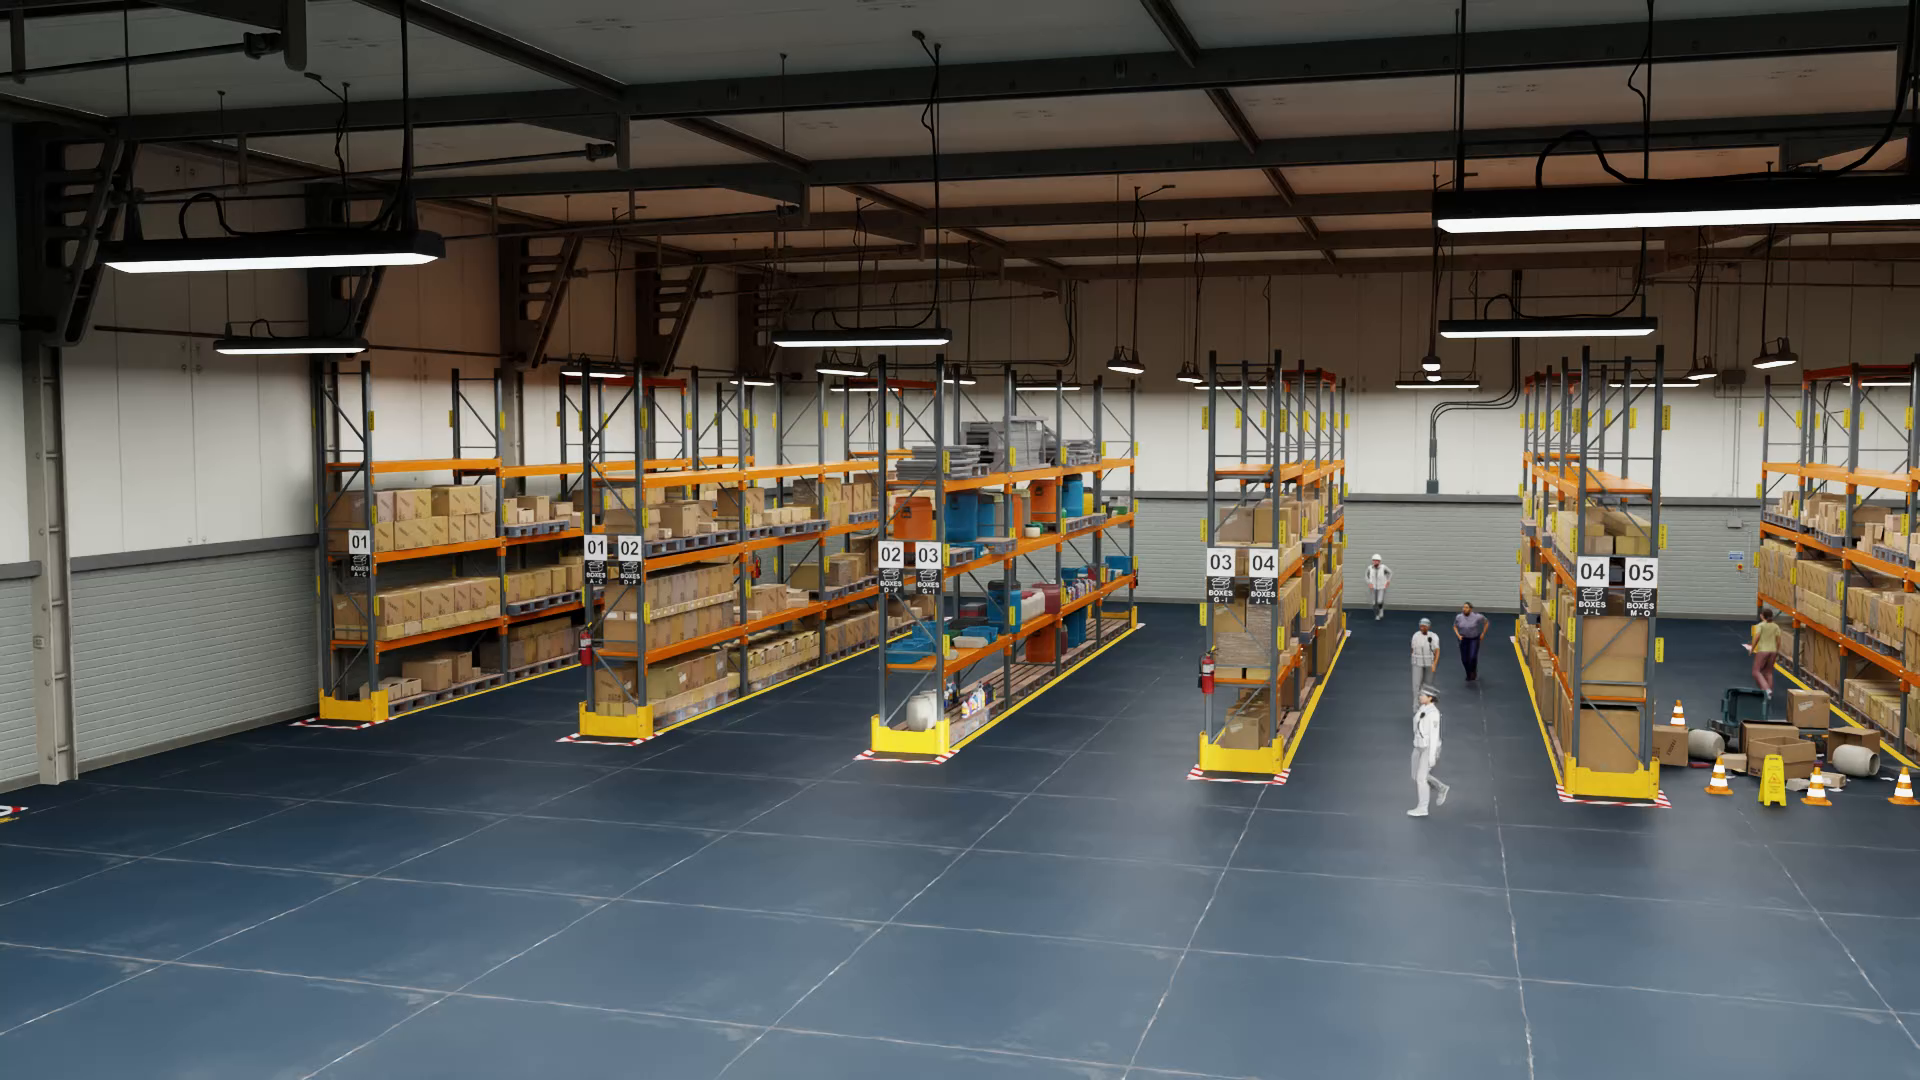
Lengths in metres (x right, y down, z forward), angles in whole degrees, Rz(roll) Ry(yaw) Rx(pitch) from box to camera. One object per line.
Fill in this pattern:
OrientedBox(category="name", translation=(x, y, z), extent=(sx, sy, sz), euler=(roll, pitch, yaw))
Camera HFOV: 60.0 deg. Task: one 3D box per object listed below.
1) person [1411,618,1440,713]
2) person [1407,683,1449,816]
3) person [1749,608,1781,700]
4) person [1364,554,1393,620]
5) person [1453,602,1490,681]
OrientedBox(category="person", translation=(7.981, 2.142, 28.503), extent=(0.469, 1.594, 1.023), euler=(1, 4, 14))
OrientedBox(category="person", translation=(5.976, 2.643, 21.084), extent=(0.681, 1.667, 0.484), euler=(-1, 4, -18))
OrientedBox(category="person", translation=(14.515, 2.055, 29.860), extent=(0.518, 1.646, 0.578), euler=(0, 4, -6))
OrientedBox(category="person", translation=(10.510, 1.182, 41.732), extent=(0.694, 1.681, 0.717), euler=(2, 4, 24))
OrientedBox(category="person", translation=(9.805, 1.952, 31.890), extent=(0.658, 1.549, 0.740), euler=(2, 5, 26))
